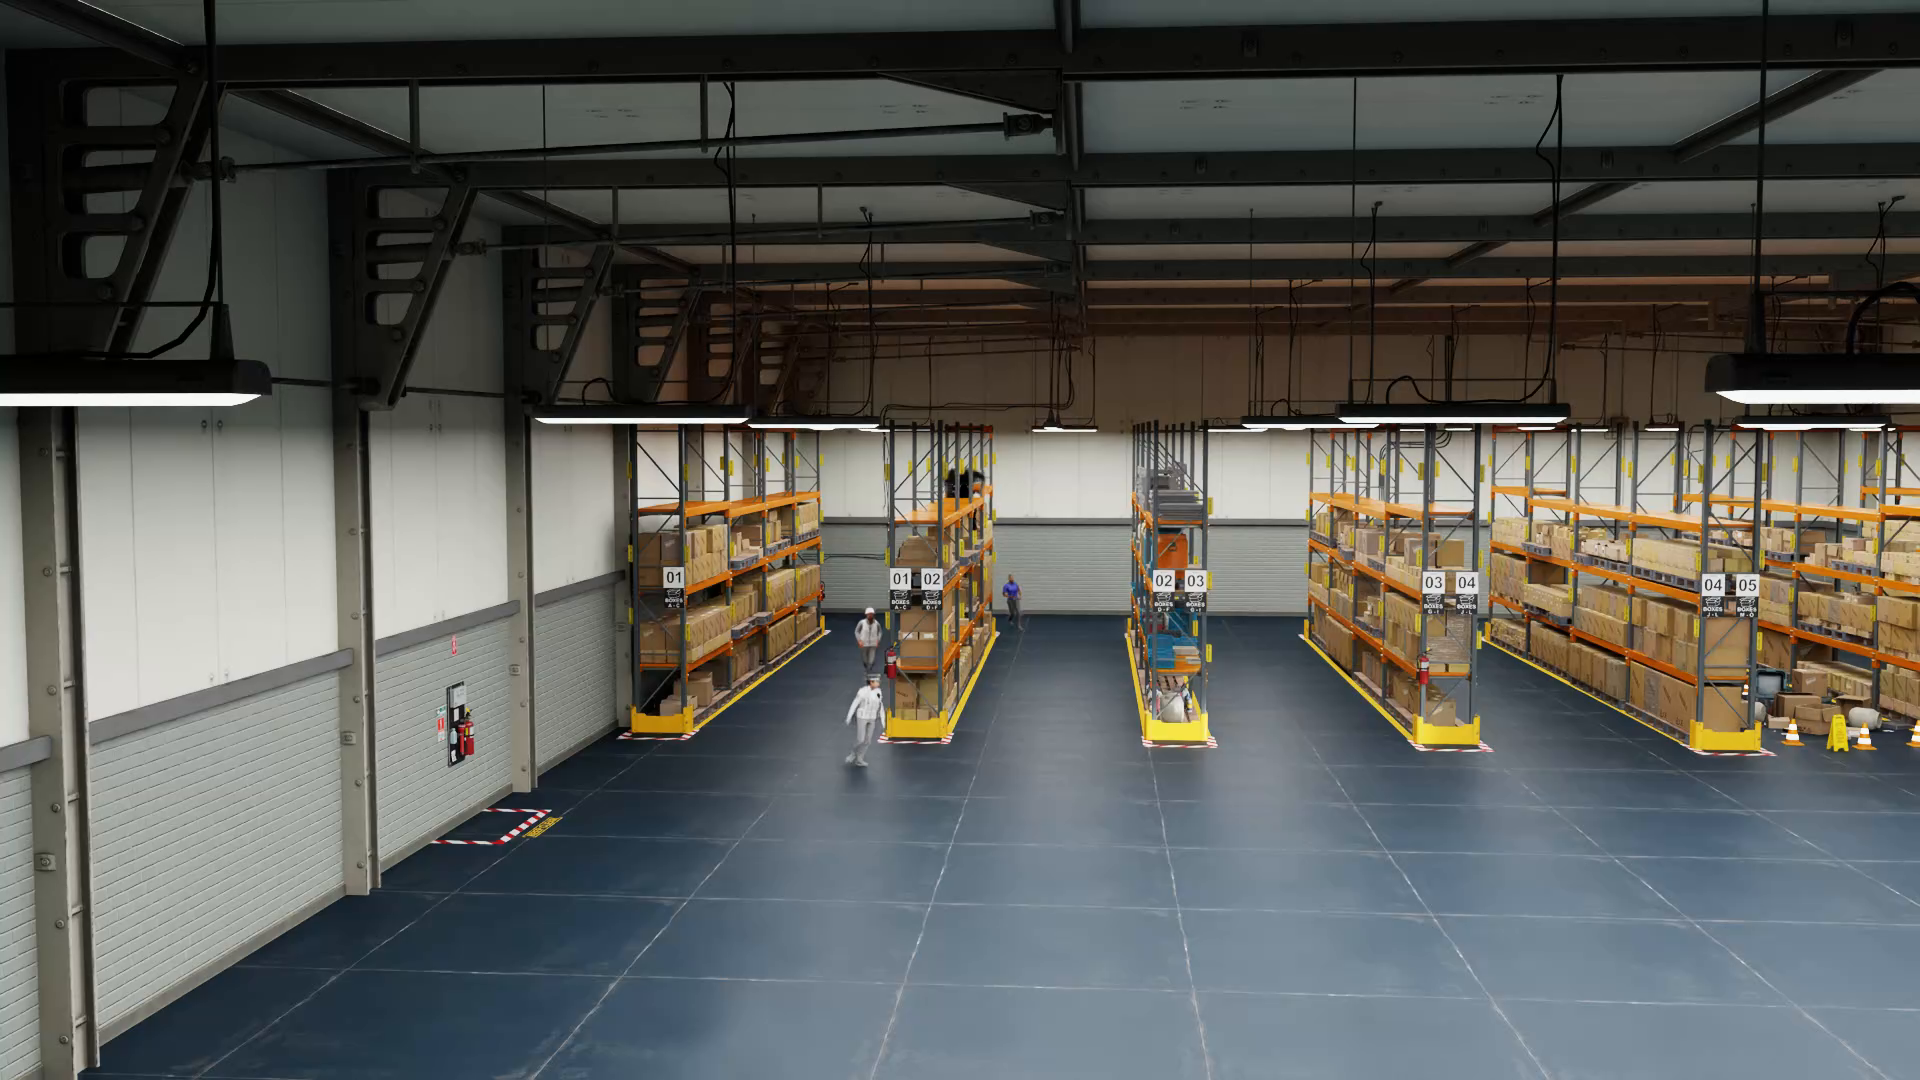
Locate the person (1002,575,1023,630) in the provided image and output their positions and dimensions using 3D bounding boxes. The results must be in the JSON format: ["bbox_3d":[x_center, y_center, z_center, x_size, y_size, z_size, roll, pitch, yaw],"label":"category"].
[{"bbox_3d":[1.526,1.826,49.103,0.621,1.619,0.801,-2,4,-25],"label":"person"}]

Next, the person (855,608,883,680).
[{"bbox_3d":[-2.124,2.423,38.742,0.657,1.717,0.572,0,4,-7],"label":"person"}]

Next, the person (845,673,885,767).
[{"bbox_3d":[-1.622,3.104,28.670,0.632,1.634,0.528,-2,4,-34],"label":"person"}]
